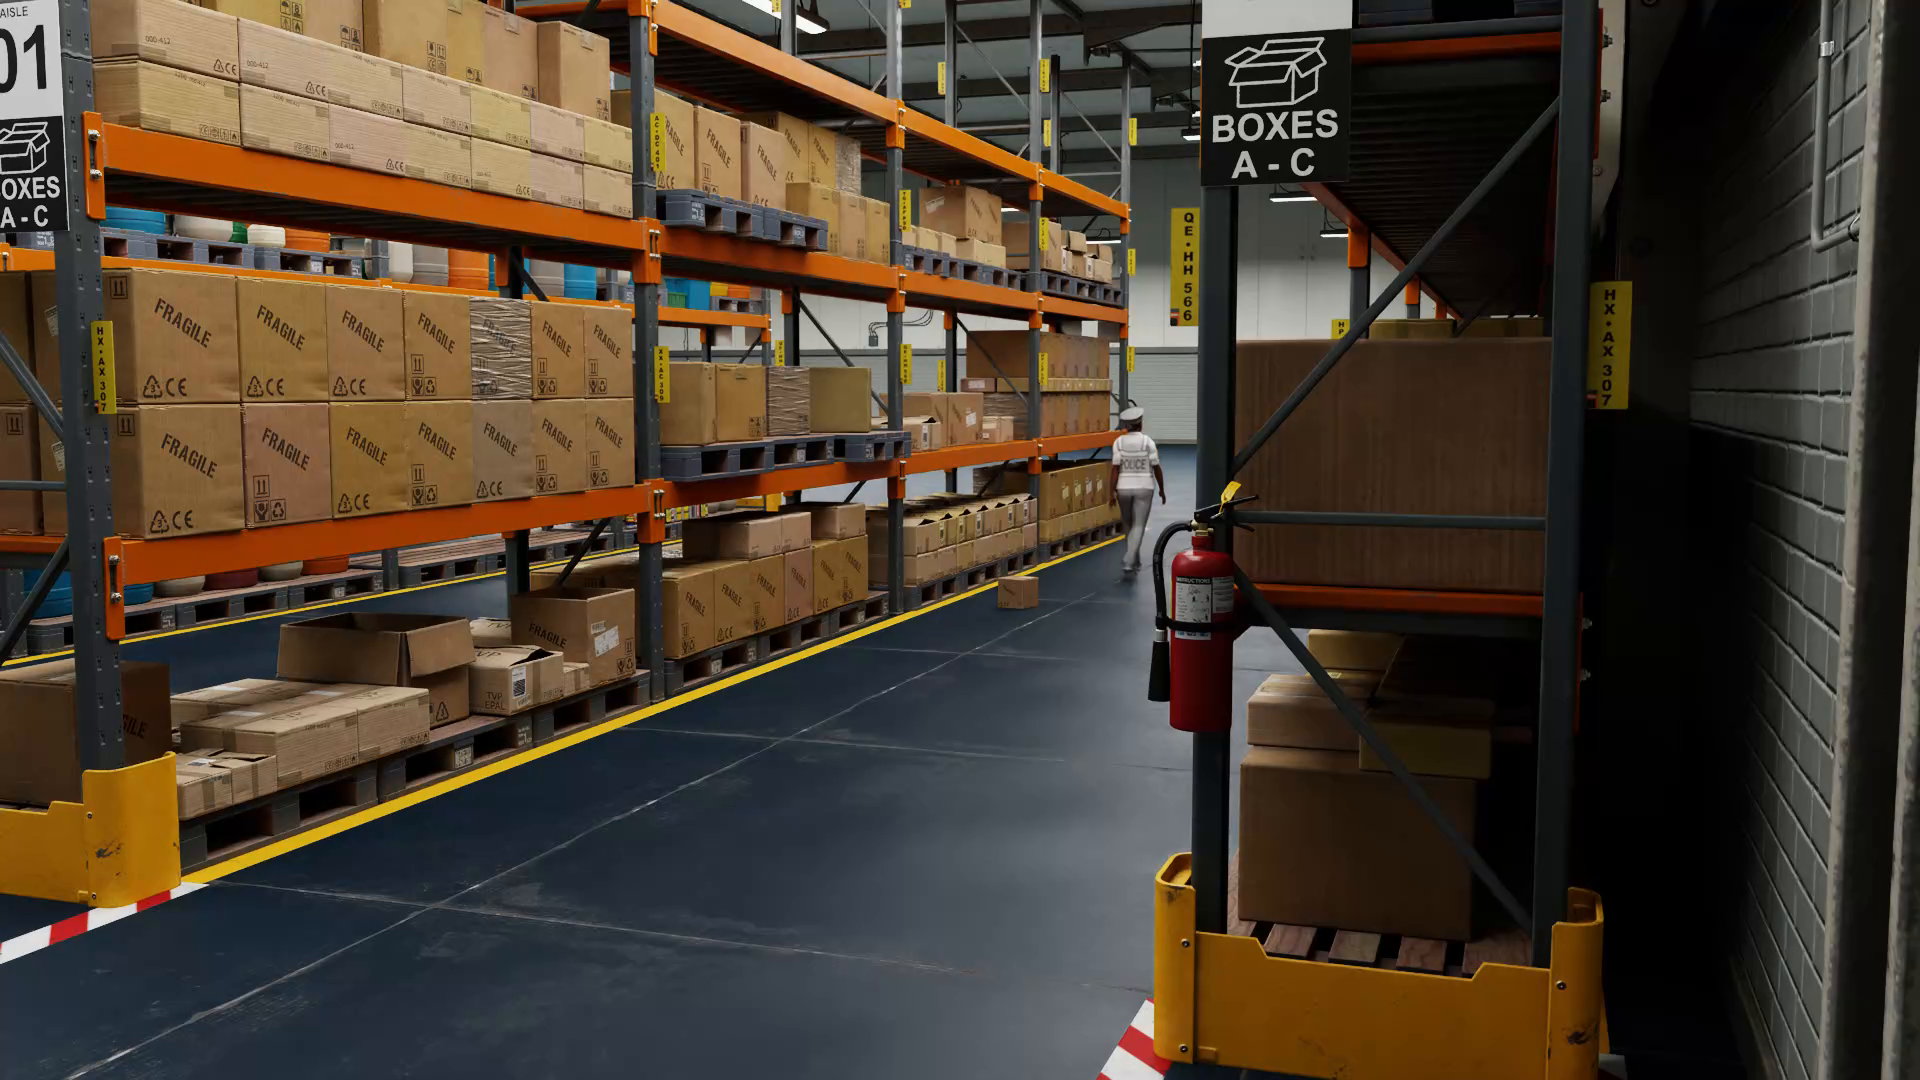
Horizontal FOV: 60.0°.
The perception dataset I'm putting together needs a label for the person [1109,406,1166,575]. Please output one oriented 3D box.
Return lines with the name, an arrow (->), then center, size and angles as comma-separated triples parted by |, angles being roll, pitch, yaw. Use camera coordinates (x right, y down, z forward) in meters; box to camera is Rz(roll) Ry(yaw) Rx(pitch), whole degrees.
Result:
person -> 1.737, -0.484, 16.275 | 0.484, 1.644, 0.999 | 2, 6, 22
